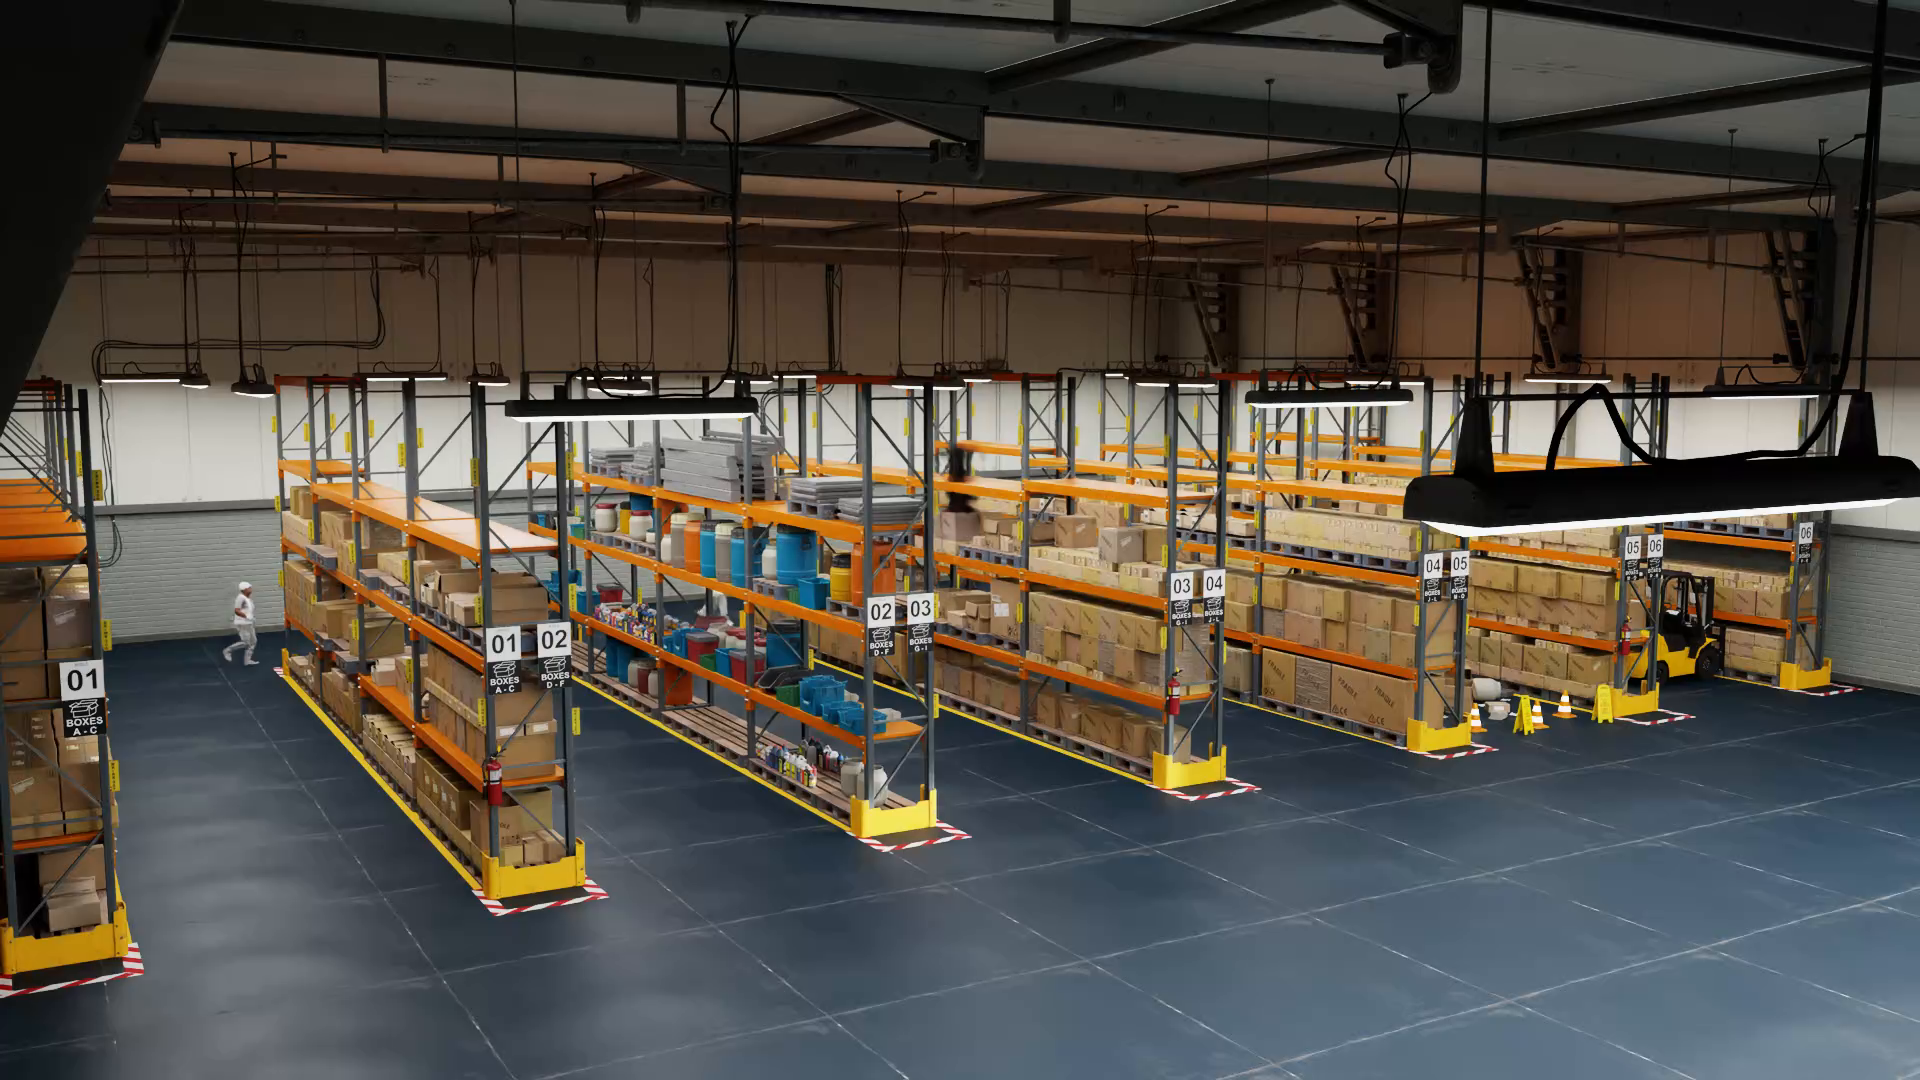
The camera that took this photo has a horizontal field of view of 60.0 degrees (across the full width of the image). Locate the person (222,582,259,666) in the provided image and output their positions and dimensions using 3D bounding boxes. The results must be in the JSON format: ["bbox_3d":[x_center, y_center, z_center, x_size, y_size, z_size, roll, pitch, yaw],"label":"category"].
[{"bbox_3d":[-14.860,1.728,34.343,0.716,1.740,0.700,-1,6,-12],"label":"person"}]

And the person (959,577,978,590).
[{"bbox_3d":[0.164,0.890,42.032,0.944,1.765,0.623,-1,6,-9],"label":"person"}]

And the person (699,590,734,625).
[{"bbox_3d":[-5.771,1.122,39.825,0.991,1.746,0.744,2,7,17],"label":"person"}]
